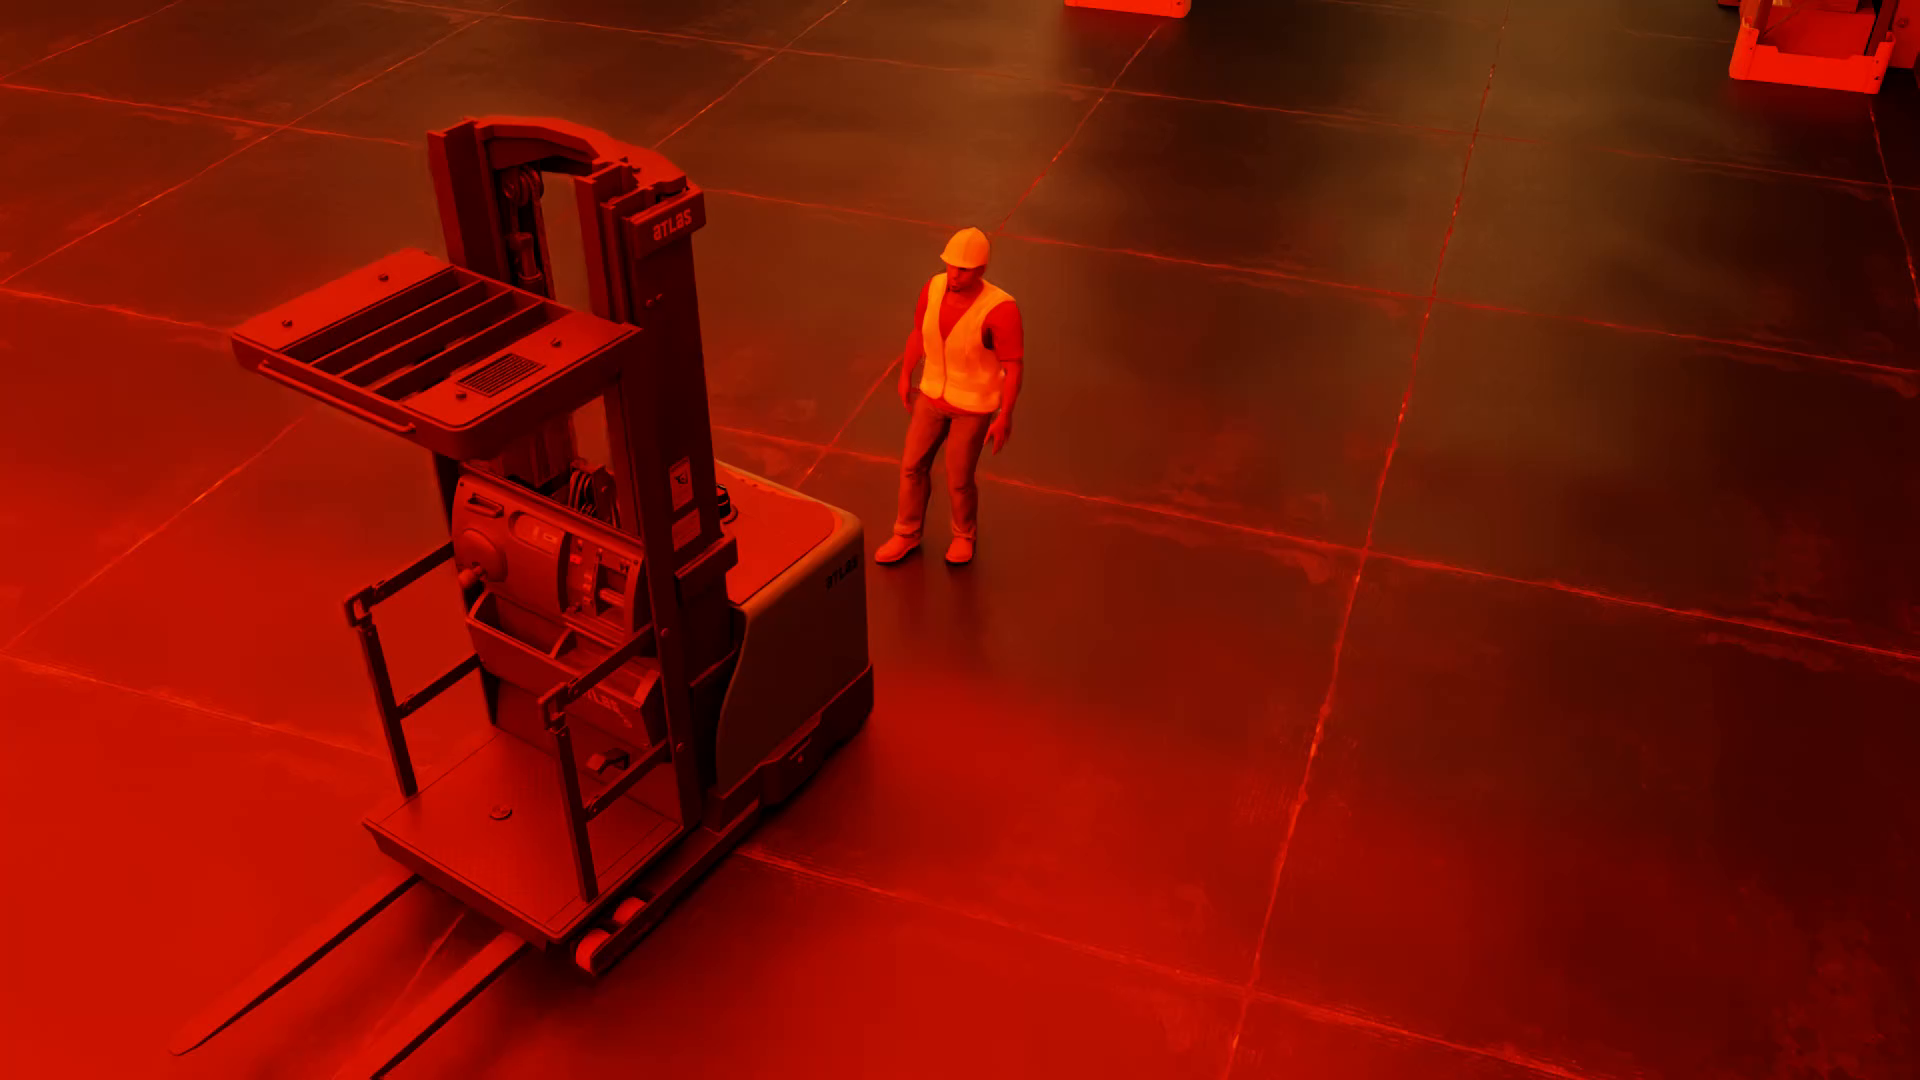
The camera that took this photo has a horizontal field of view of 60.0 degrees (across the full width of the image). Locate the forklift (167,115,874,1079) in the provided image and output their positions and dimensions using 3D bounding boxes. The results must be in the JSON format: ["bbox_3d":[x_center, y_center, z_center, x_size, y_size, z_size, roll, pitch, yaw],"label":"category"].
[{"bbox_3d":[-1.630,0.134,5.922,1.130,2.935,3.031,21,41,27],"label":"forklift"}]

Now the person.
[{"bbox_3d":[-0.068,-0.647,8.050,0.689,1.753,0.614,24,42,29],"label":"person"}]
